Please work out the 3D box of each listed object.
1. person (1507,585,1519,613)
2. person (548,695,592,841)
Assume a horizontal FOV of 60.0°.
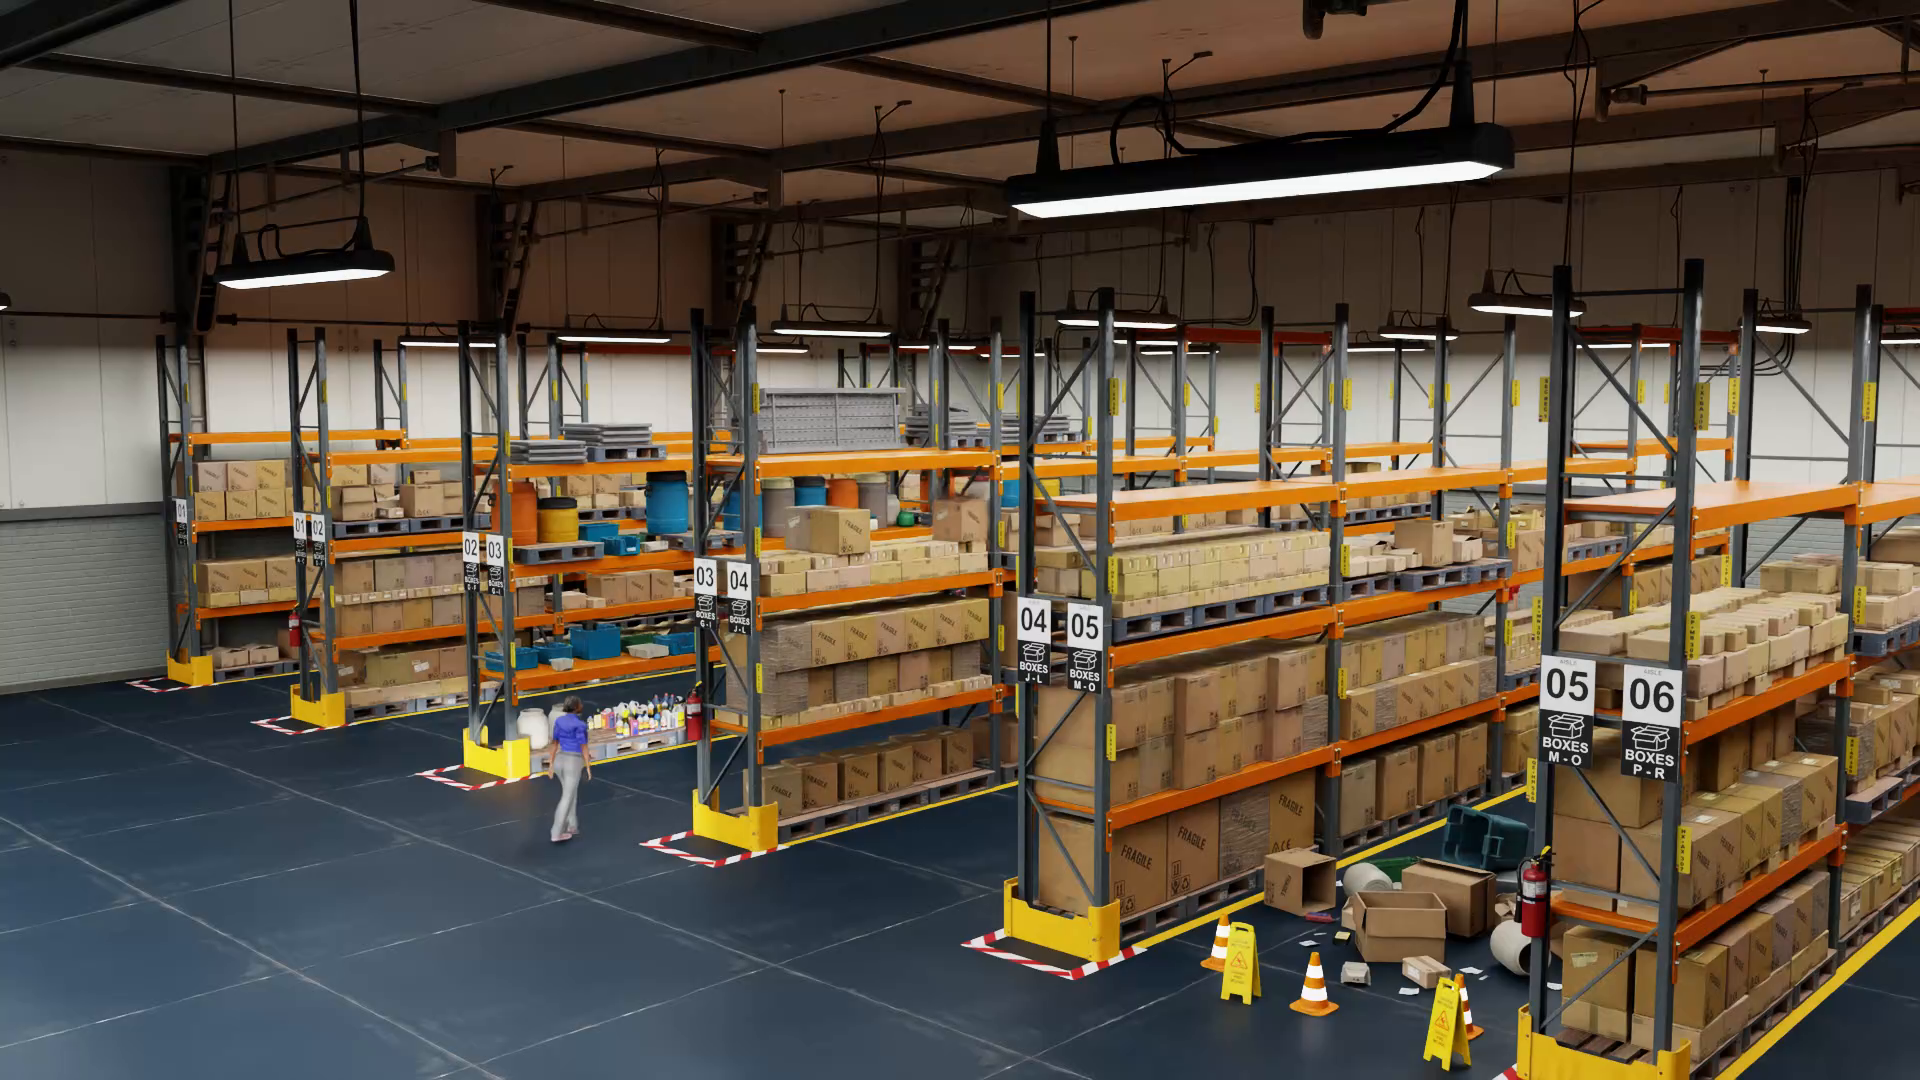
[{"bbox_3d":[10.523,1.305,31.829,0.617,1.707,0.528,0,5,-1],"label":"person"},{"bbox_3d":[-4.426,2.600,18.860,0.485,1.697,0.612,3,6,31],"label":"person"}]
